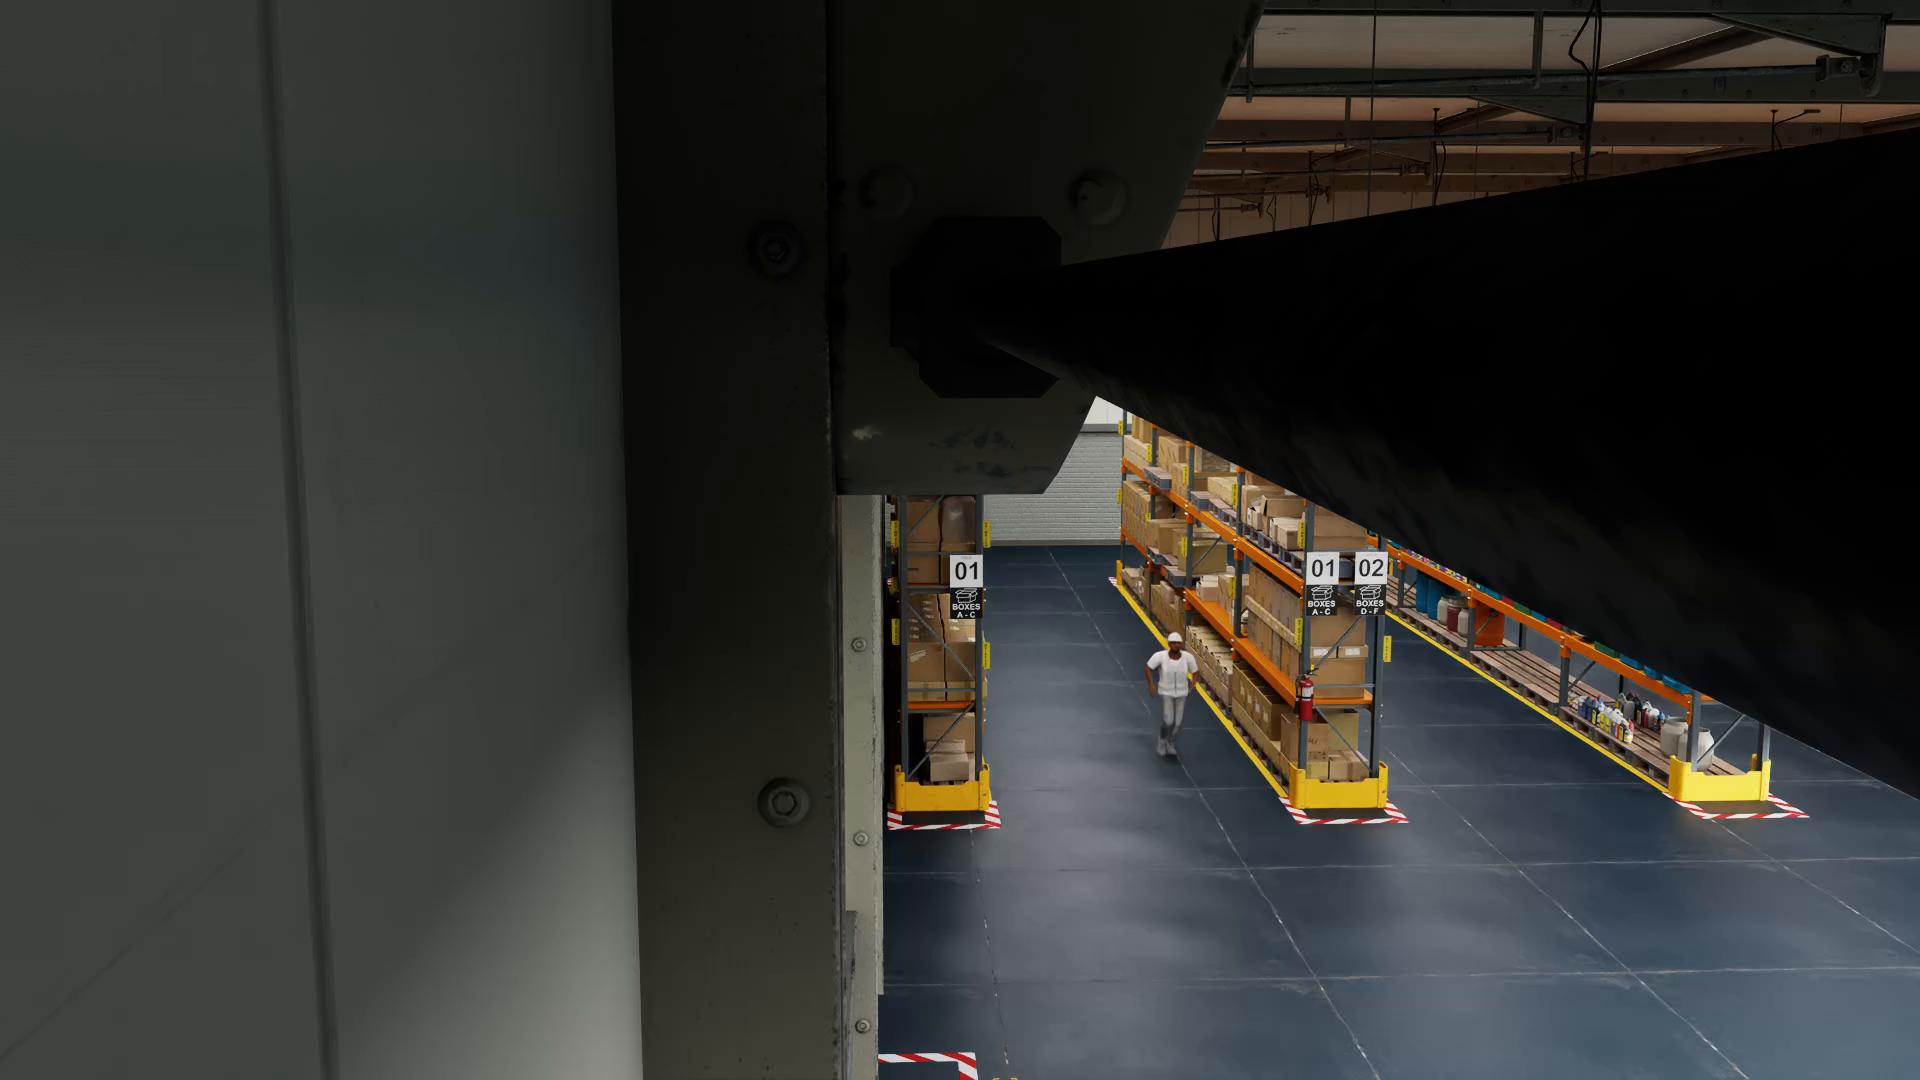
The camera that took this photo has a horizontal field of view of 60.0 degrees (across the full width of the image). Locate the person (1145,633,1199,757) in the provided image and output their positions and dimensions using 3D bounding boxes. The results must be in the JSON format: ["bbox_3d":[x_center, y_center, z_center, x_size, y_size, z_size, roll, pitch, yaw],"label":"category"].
[{"bbox_3d":[2.932,2.123,22.750,0.699,1.741,0.640,-1,8,-7],"label":"person"}]
